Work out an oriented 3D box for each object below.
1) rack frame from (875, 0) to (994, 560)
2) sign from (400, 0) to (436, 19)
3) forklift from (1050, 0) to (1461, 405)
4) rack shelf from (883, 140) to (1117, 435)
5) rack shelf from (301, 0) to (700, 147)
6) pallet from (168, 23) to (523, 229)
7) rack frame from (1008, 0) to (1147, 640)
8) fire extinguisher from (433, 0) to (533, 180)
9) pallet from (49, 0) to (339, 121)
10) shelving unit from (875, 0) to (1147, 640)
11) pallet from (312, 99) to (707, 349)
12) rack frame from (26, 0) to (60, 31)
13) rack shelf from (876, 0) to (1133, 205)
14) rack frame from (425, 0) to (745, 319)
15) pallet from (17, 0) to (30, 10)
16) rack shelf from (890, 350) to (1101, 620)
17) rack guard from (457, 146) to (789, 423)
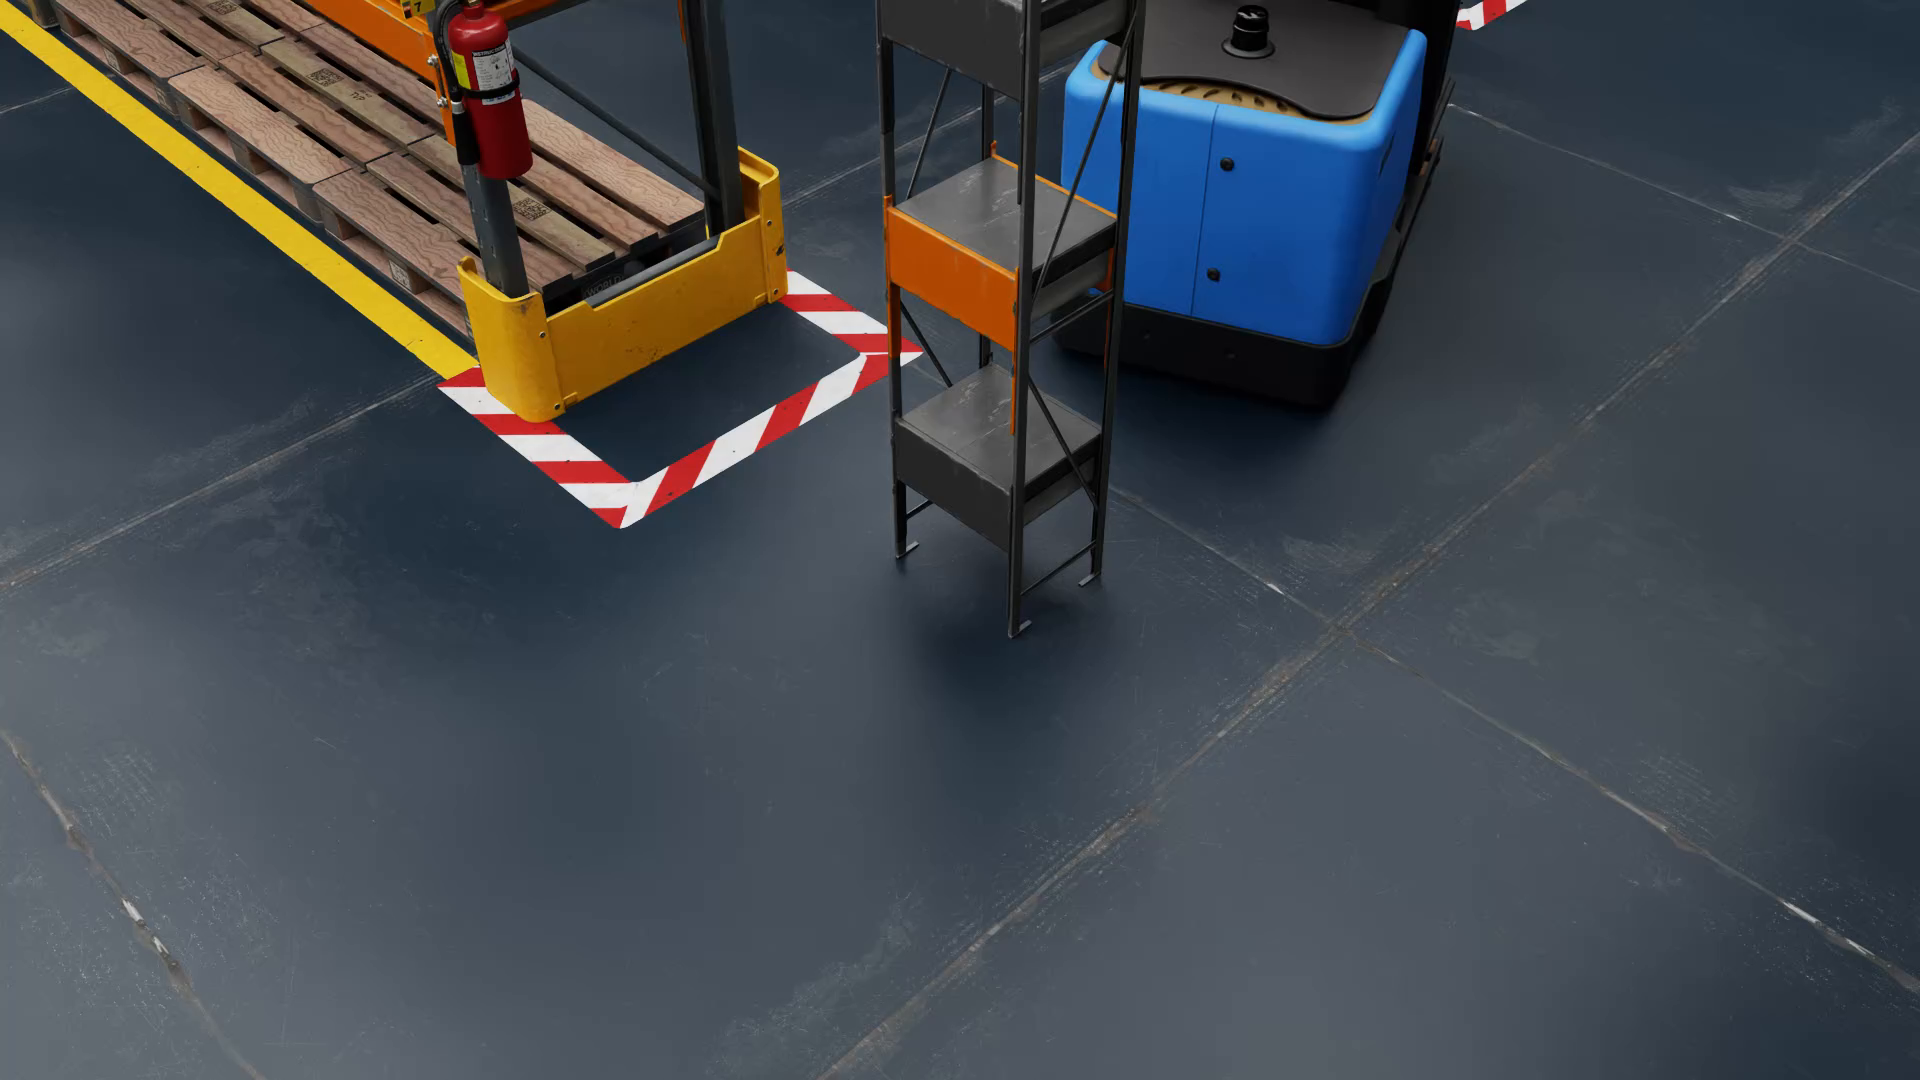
[{"bbox_3d":[-0.055,-0.809,4.578,0.400,2.100,0.015,-34,53,-31],"label":"rack frame"},{"bbox_3d":[-1.559,-1.638,4.693,0.100,0.325,0.005,-34,53,-31],"label":"sign"},{"bbox_3d":[1.342,-2.545,5.844,1.130,2.935,3.031,15,45,16],"label":"forklift"},{"bbox_3d":[0.117,-0.682,4.461,0.431,0.518,0.480,-34,53,-31],"label":"rack shelf"},{"bbox_3d":[-2.593,-2.547,6.326,1.077,0.370,4.000,-34,53,-31],"label":"rack shelf"},{"bbox_3d":[-2.593,-1.827,7.071,1.003,0.211,1.213,-34,53,-31],"label":"pallet"},{"bbox_3d":[0.289,-0.574,4.324,0.400,2.100,0.015,-34,53,-31],"label":"rack frame"},{"bbox_3d":[-1.396,-1.394,4.880,0.296,0.674,0.183,-34,53,-31],"label":"fire extinguisher"},{"bbox_3d":[-3.459,-2.413,7.706,1.003,0.211,1.213,-34,53,-31],"label":"pallet"},{"bbox_3d":[0.117,-0.692,4.451,0.431,2.100,0.503,-34,53,-31],"label":"shelving unit"},{"bbox_3d":[-1.736,-1.241,6.437,1.003,0.211,1.213,-34,53,-31],"label":"pallet"},{"bbox_3d":[-4.005,-3.772,7.122,1.000,3.000,0.127,-34,53,-31],"label":"rack frame"},{"bbox_3d":[0.117,-1.196,3.986,0.431,0.518,0.480,-34,53,-31],"label":"rack shelf"},{"bbox_3d":[-1.181,-1.850,5.042,1.000,3.000,0.127,-34,53,-31],"label":"rack frame"},{"bbox_3d":[-4.521,-3.139,8.491,1.003,0.211,1.213,-34,53,-31],"label":"pallet"},{"bbox_3d":[0.117,-0.168,4.936,0.431,0.518,0.480,-34,53,-31],"label":"rack shelf"},{"bbox_3d":[-1.155,-0.927,5.884,1.175,0.500,0.348,-34,53,-31],"label":"rack guard"}]
